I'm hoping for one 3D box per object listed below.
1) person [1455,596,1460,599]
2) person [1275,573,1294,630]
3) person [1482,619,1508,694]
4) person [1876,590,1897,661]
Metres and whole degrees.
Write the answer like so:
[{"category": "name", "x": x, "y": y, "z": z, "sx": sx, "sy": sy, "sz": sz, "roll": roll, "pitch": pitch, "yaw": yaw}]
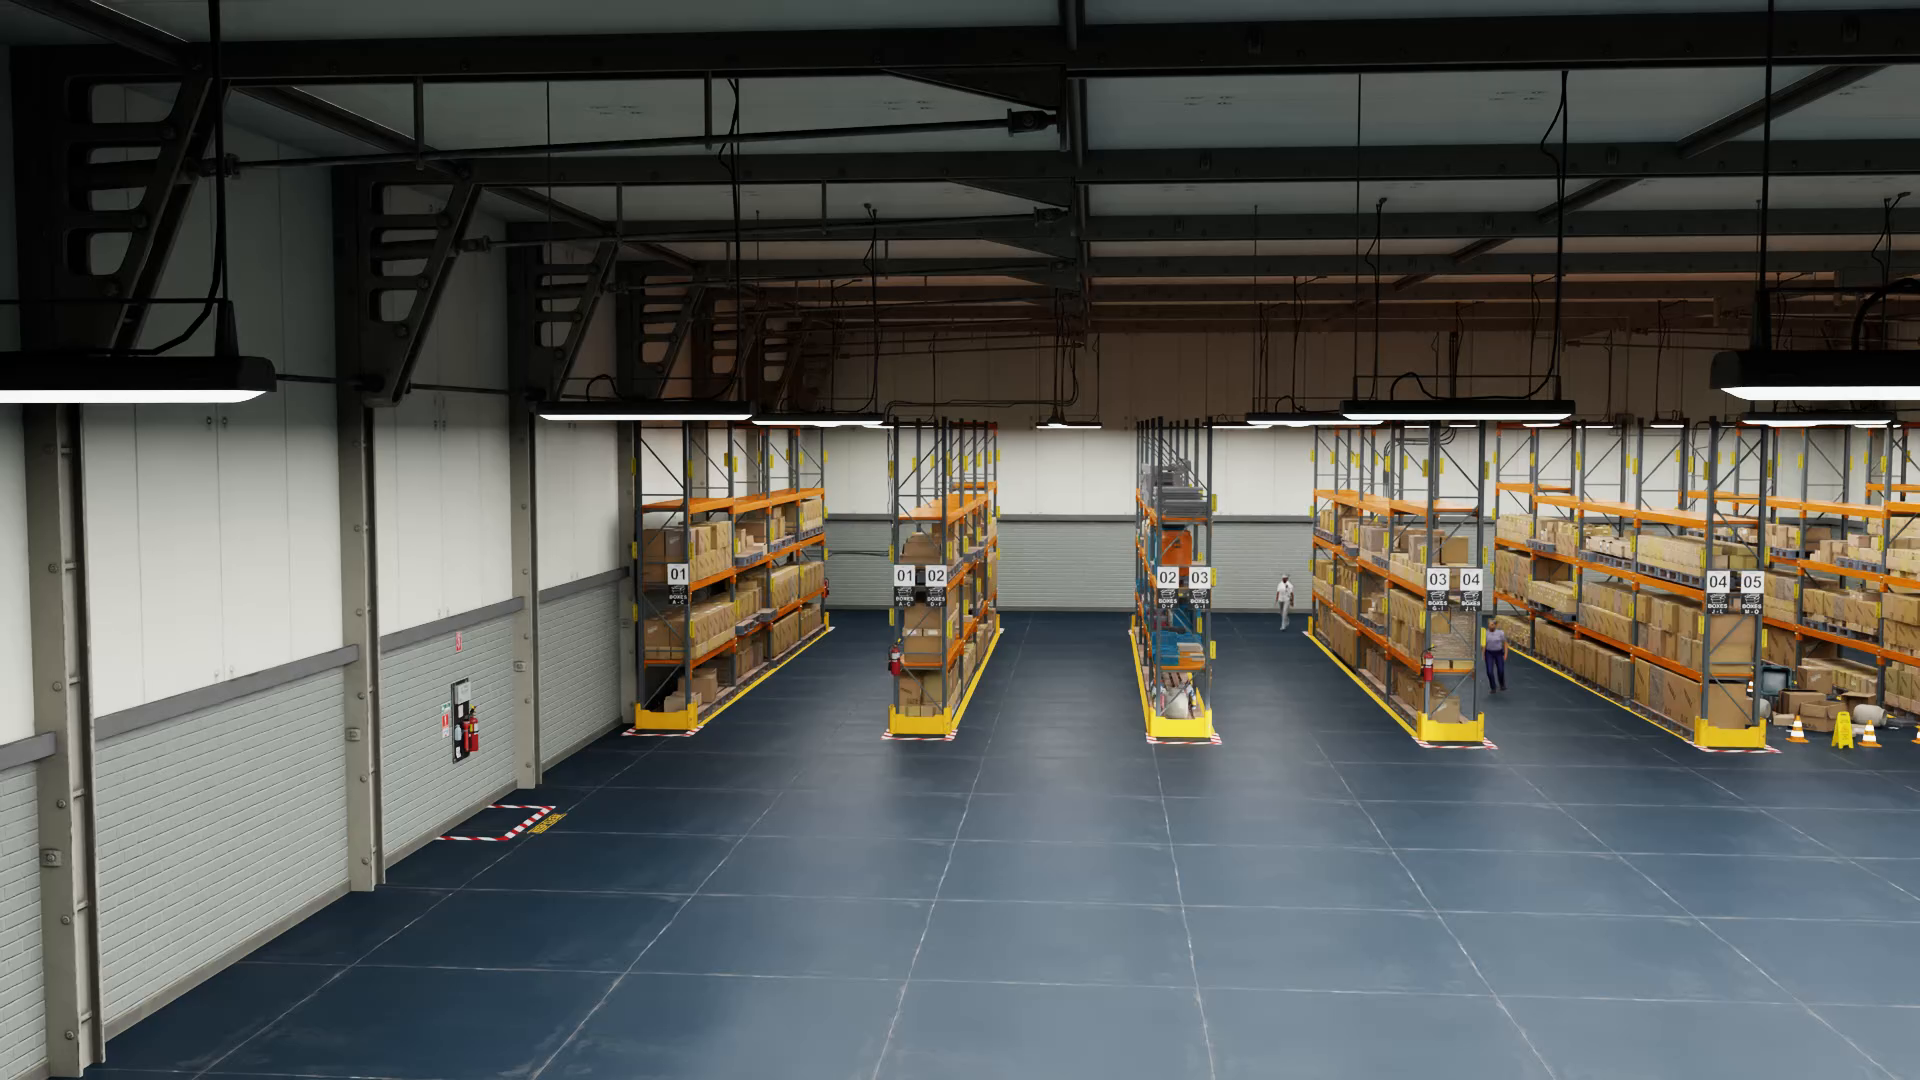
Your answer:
[{"category": "person", "x": 14.132, "y": 1.831, "z": 47.128, "sx": 0.874, "sy": 1.625, "sz": 0.485, "roll": -1, "pitch": 4, "yaw": -22}, {"category": "person", "x": 9.391, "y": 1.756, "z": 47.992, "sx": 0.477, "sy": 1.626, "sz": 1.017, "roll": 2, "pitch": 4, "yaw": 33}, {"category": "person", "x": 11.731, "y": 2.535, "z": 36.494, "sx": 0.553, "sy": 1.631, "sz": 0.499, "roll": 2, "pitch": 4, "yaw": 24}, {"category": "person", "x": 23.232, "y": 2.133, "z": 41.418, "sx": 0.580, "sy": 1.788, "sz": 0.580, "roll": -1, "pitch": 4, "yaw": -22}]
